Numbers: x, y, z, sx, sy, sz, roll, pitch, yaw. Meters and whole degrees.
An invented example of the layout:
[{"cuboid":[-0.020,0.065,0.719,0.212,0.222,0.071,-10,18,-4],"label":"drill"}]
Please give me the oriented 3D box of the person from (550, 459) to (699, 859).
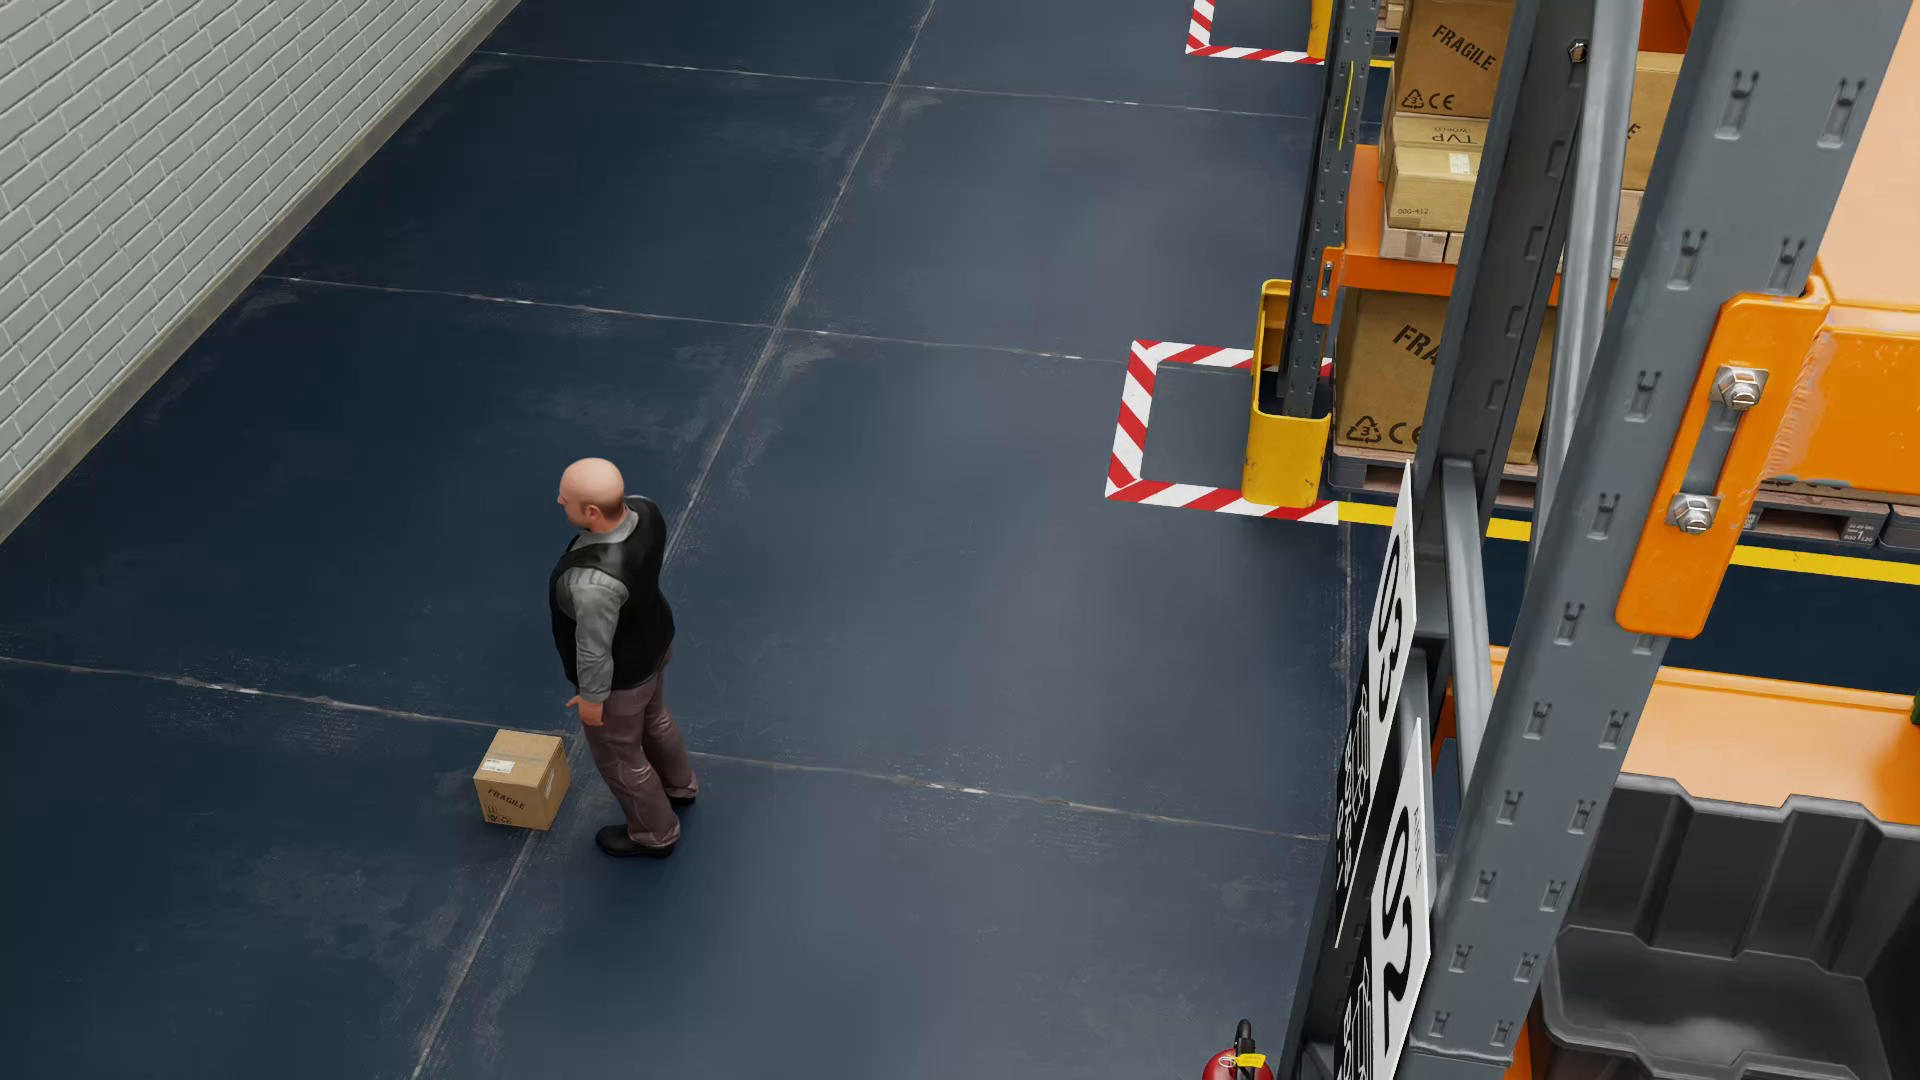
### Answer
[{"cuboid":[-1.164,0.418,5.690,0.359,1.715,0.533,7,41,9],"label":"person"}]
